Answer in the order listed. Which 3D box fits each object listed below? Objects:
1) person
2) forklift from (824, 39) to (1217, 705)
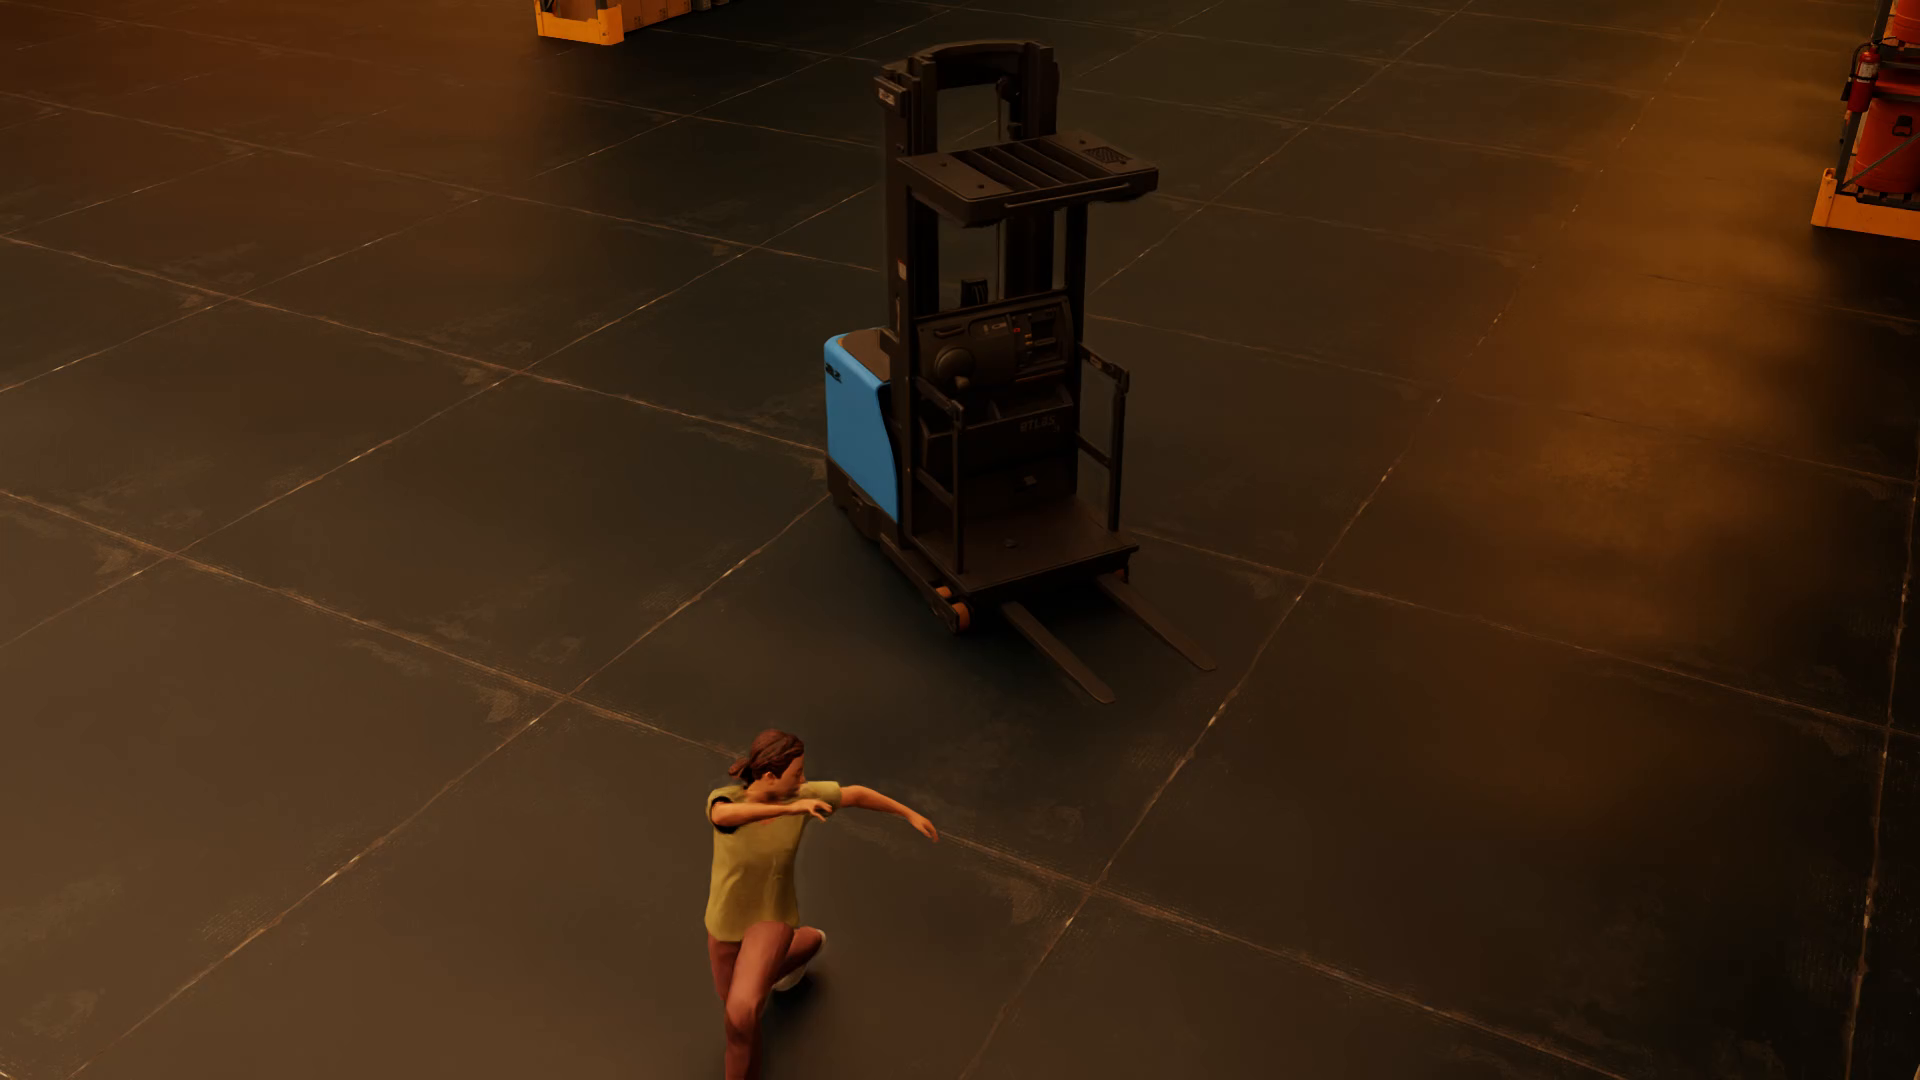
[{"bbox_3d":[-0.537,1.389,6.221,0.865,1.386,0.951,2,30,3],"label":"person"},{"bbox_3d":[0.301,-1.017,8.833,1.130,2.935,3.031,-15,33,-24],"label":"forklift"}]
